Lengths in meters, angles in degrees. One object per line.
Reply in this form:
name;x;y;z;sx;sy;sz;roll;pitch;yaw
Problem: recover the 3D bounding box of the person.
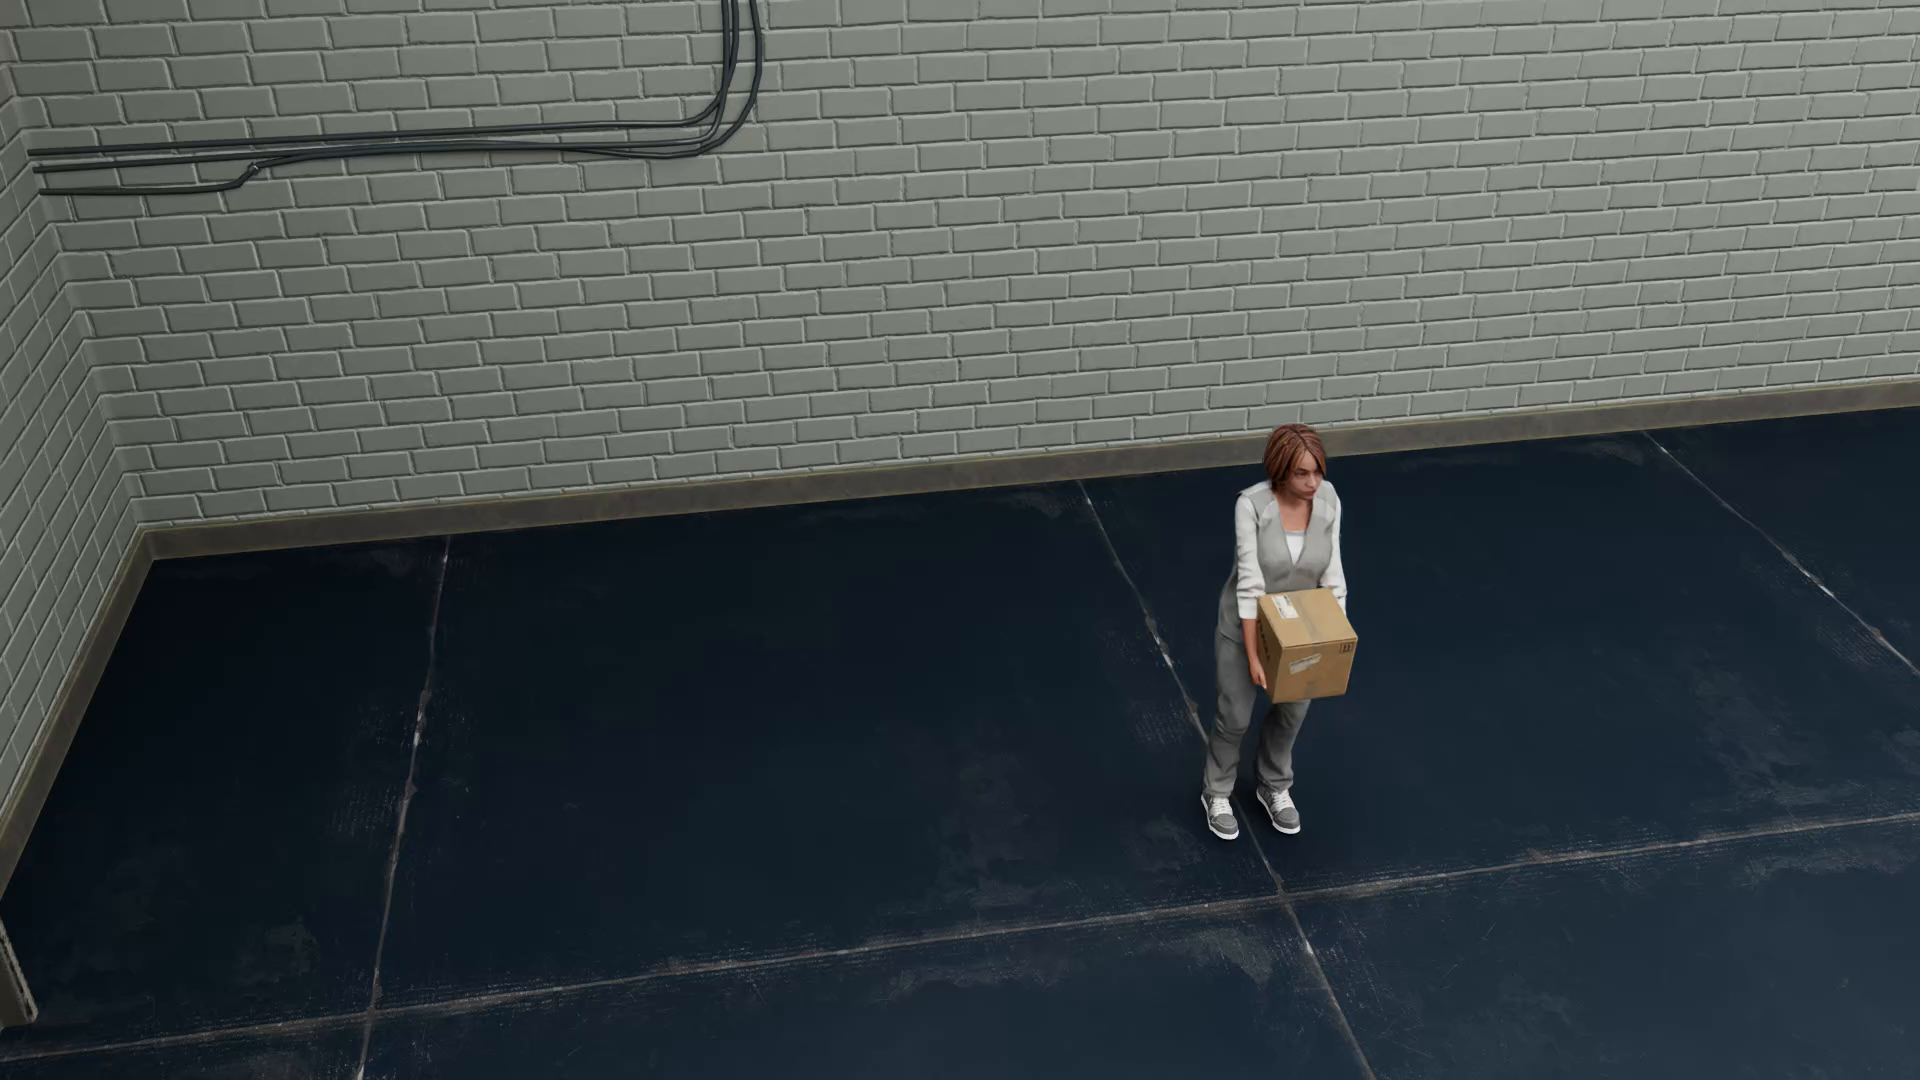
person;1.066;0.349;5.571;0.375;1.596;0.507;-6;32;-10
